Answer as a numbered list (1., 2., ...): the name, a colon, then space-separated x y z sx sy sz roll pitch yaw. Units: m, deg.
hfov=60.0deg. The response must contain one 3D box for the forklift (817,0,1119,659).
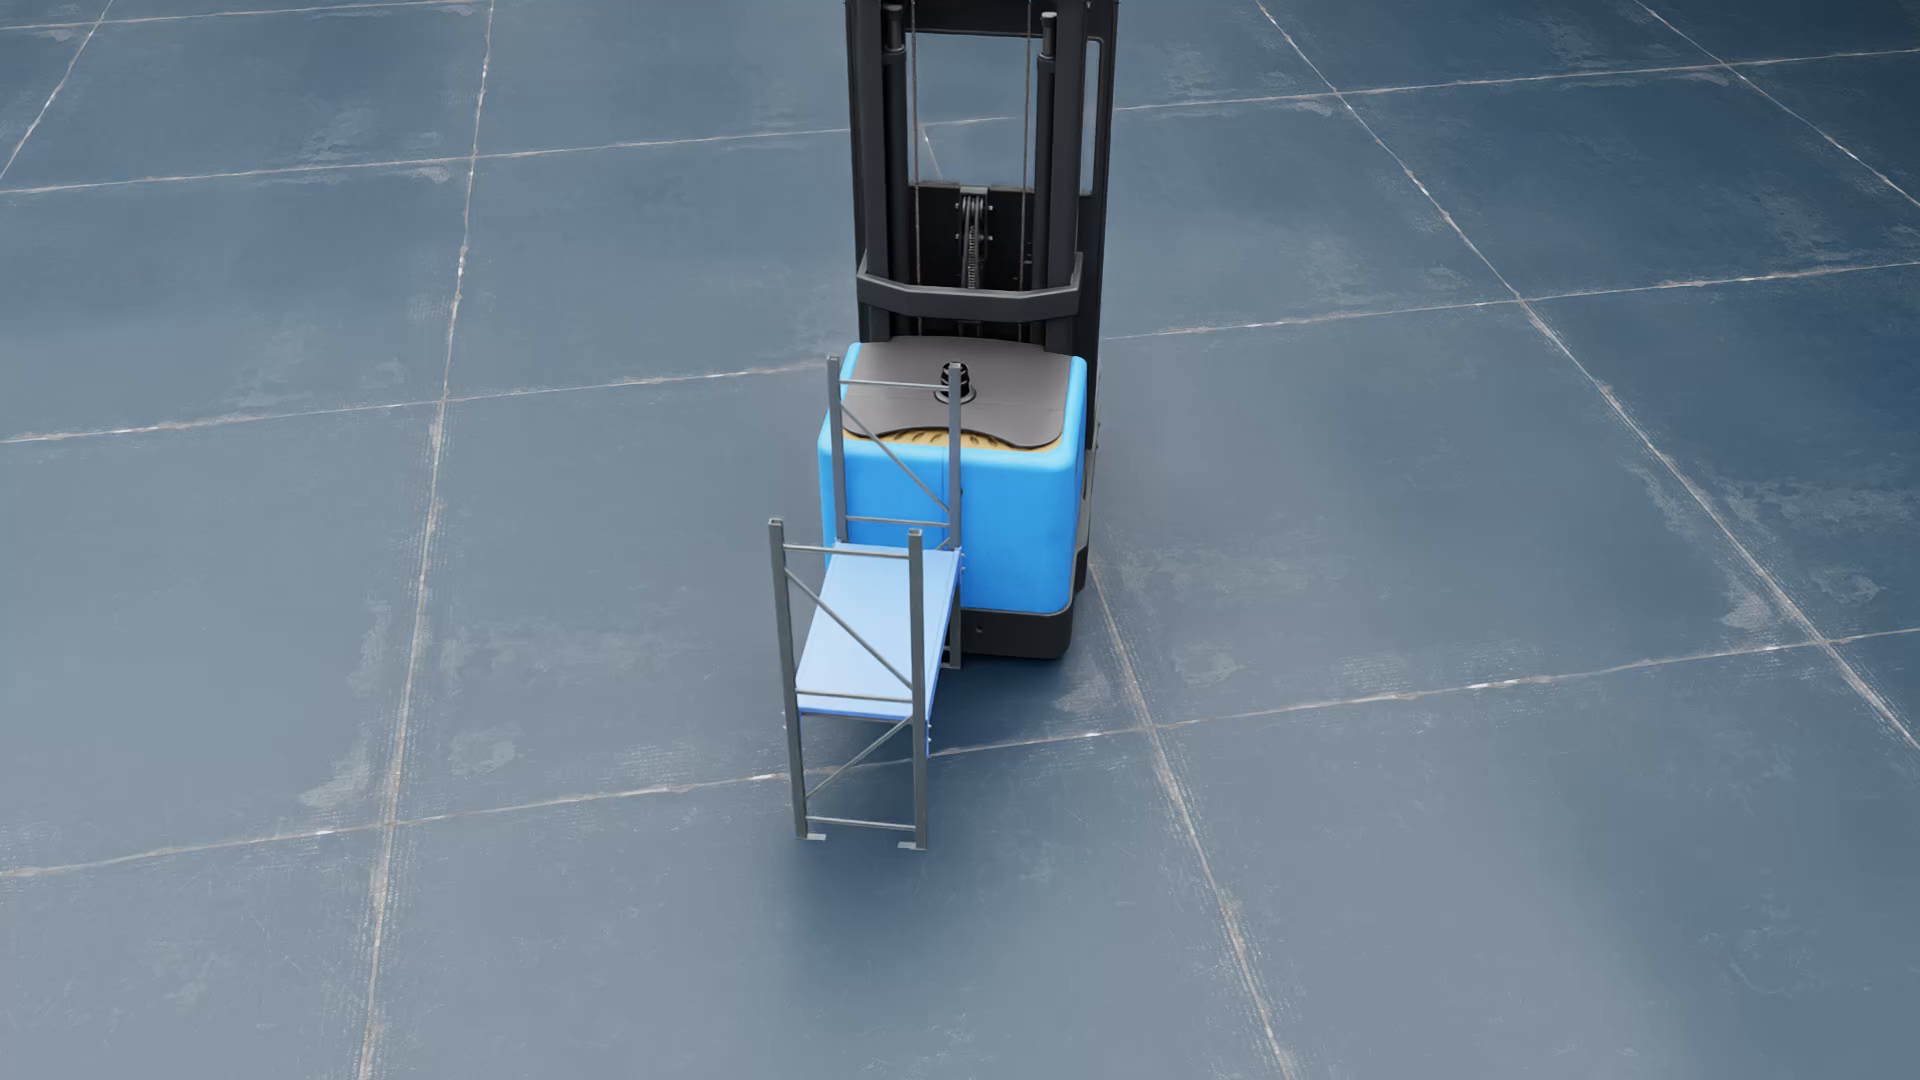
1. forklift: 0.116 -1.554 7.361 1.130 2.935 3.031 4 38 6

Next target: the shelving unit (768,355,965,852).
1. shelving unit: -0.309 0.240 6.218 0.538 1.500 1.048 4 38 6

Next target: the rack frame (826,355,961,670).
1. rack frame: -0.247 -0.069 6.617 0.500 1.500 0.032 4 38 6

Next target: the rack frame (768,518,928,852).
1. rack frame: -0.371 0.550 5.820 0.500 1.500 0.032 4 38 6

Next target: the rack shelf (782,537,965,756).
1. rack shelf: -0.309 0.382 6.329 0.538 0.185 1.000 4 38 6
